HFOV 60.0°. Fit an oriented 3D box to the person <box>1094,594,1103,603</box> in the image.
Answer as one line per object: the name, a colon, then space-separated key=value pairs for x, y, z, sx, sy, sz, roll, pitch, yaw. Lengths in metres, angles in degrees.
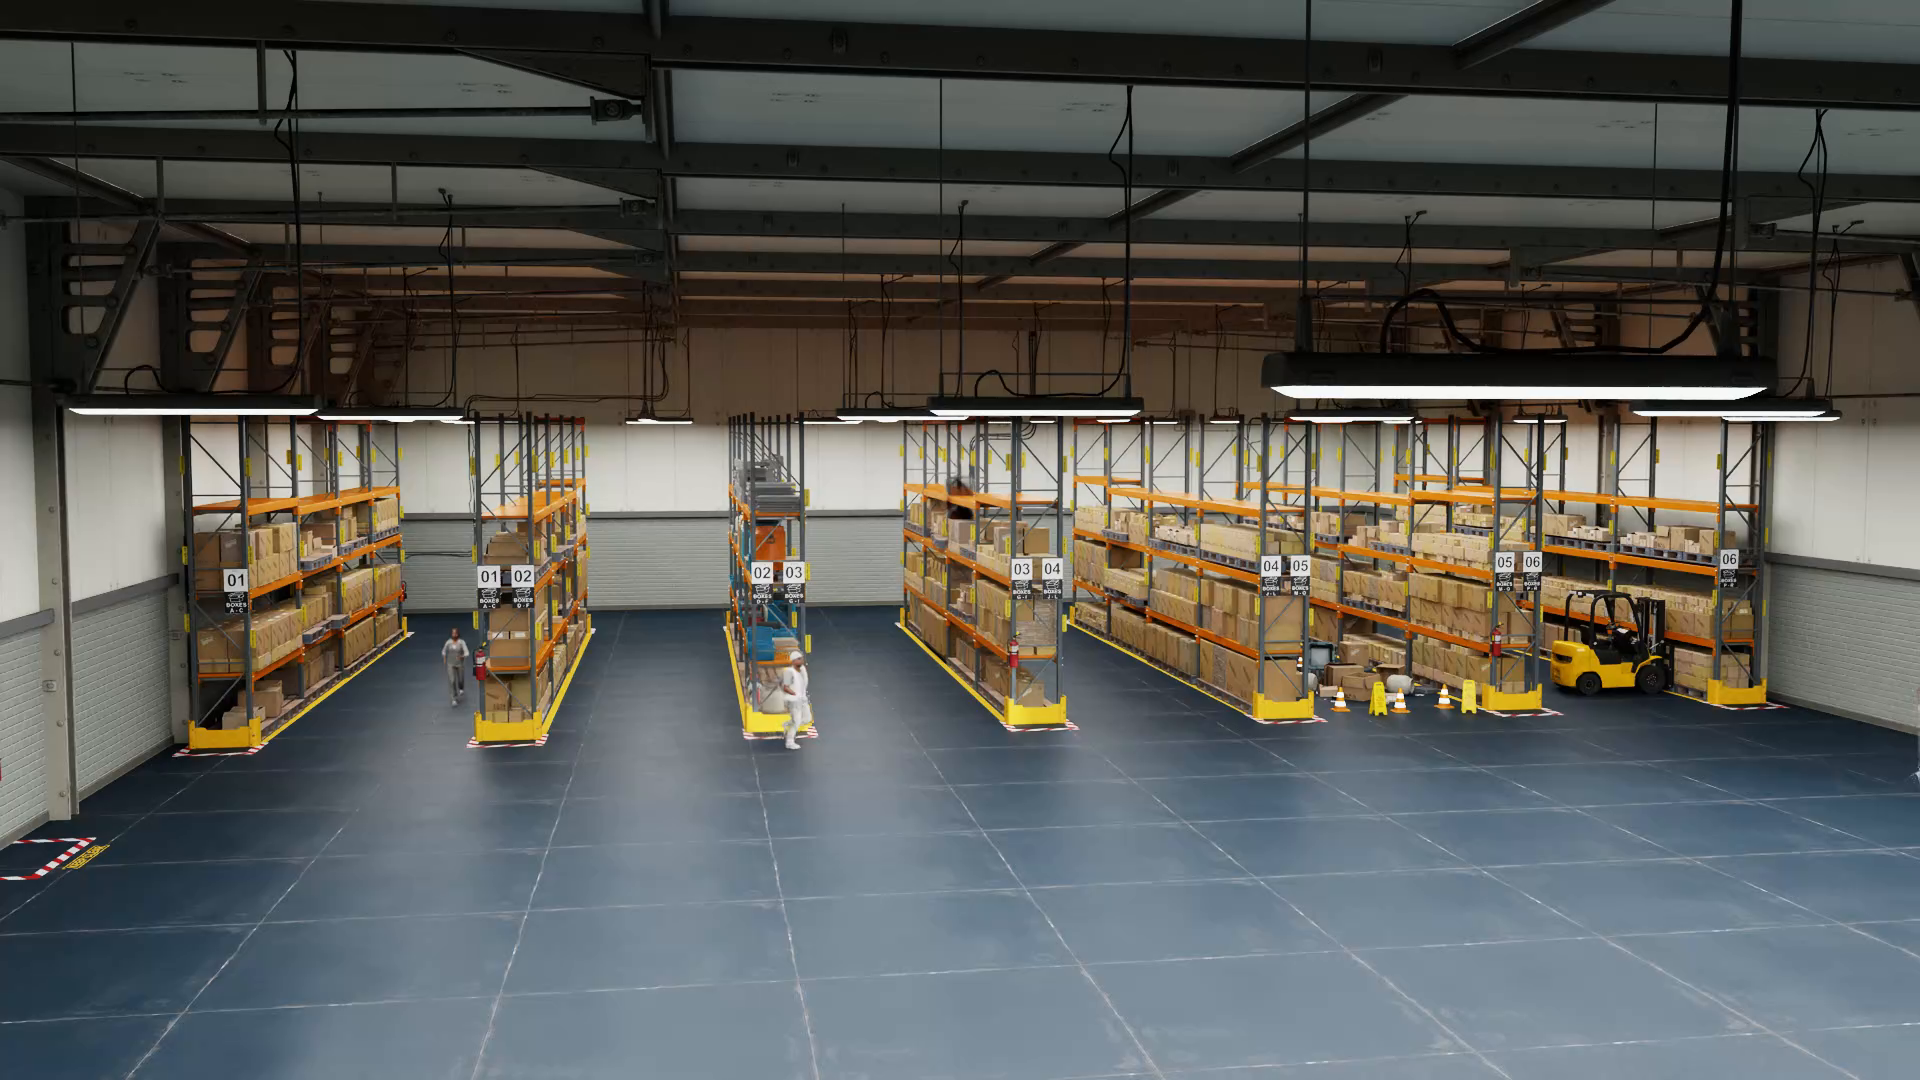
person: x=4.228 y=1.464 z=49.975 sx=0.764 sy=1.730 sz=0.672 roll=0 pitch=4 yaw=-4

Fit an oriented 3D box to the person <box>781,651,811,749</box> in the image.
person: x=-2.906 y=2.846 z=29.621 sx=0.675 sy=1.742 sz=0.716 roll=2 pitch=4 yaw=30

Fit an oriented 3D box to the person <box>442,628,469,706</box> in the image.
person: x=-10.426 y=2.602 z=34.352 sx=0.547 sy=1.564 sz=0.767 roll=-1 pitch=4 yaw=-12
